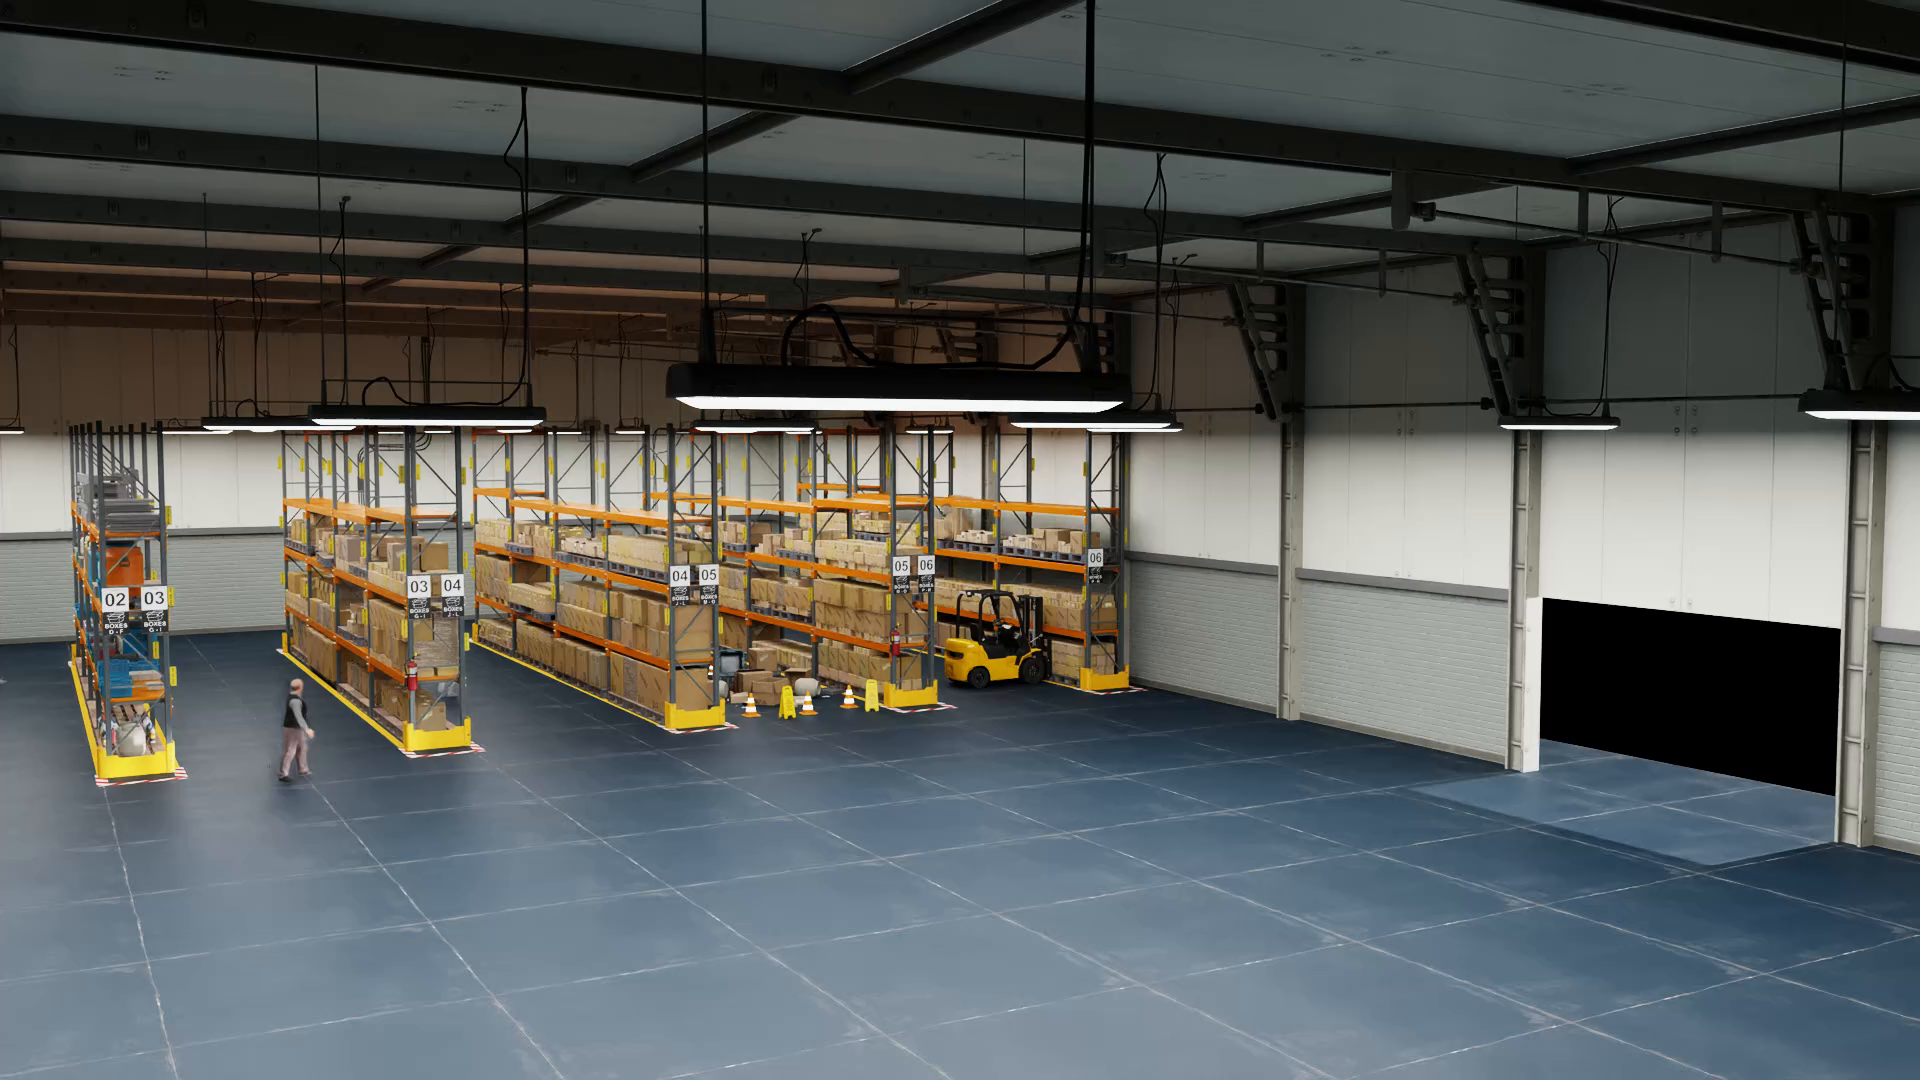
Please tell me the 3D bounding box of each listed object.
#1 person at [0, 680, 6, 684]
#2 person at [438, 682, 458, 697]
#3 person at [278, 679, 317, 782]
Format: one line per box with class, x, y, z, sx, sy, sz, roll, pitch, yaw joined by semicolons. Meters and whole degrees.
person;-22.460;2.470;38.416;0.691;1.754;0.535;-2;4;-31
person;-11.283;2.623;36.670;0.500;1.670;0.412;3;4;36
person;-11.095;3.168;27.796;0.599;1.729;0.689;-1;4;-19
